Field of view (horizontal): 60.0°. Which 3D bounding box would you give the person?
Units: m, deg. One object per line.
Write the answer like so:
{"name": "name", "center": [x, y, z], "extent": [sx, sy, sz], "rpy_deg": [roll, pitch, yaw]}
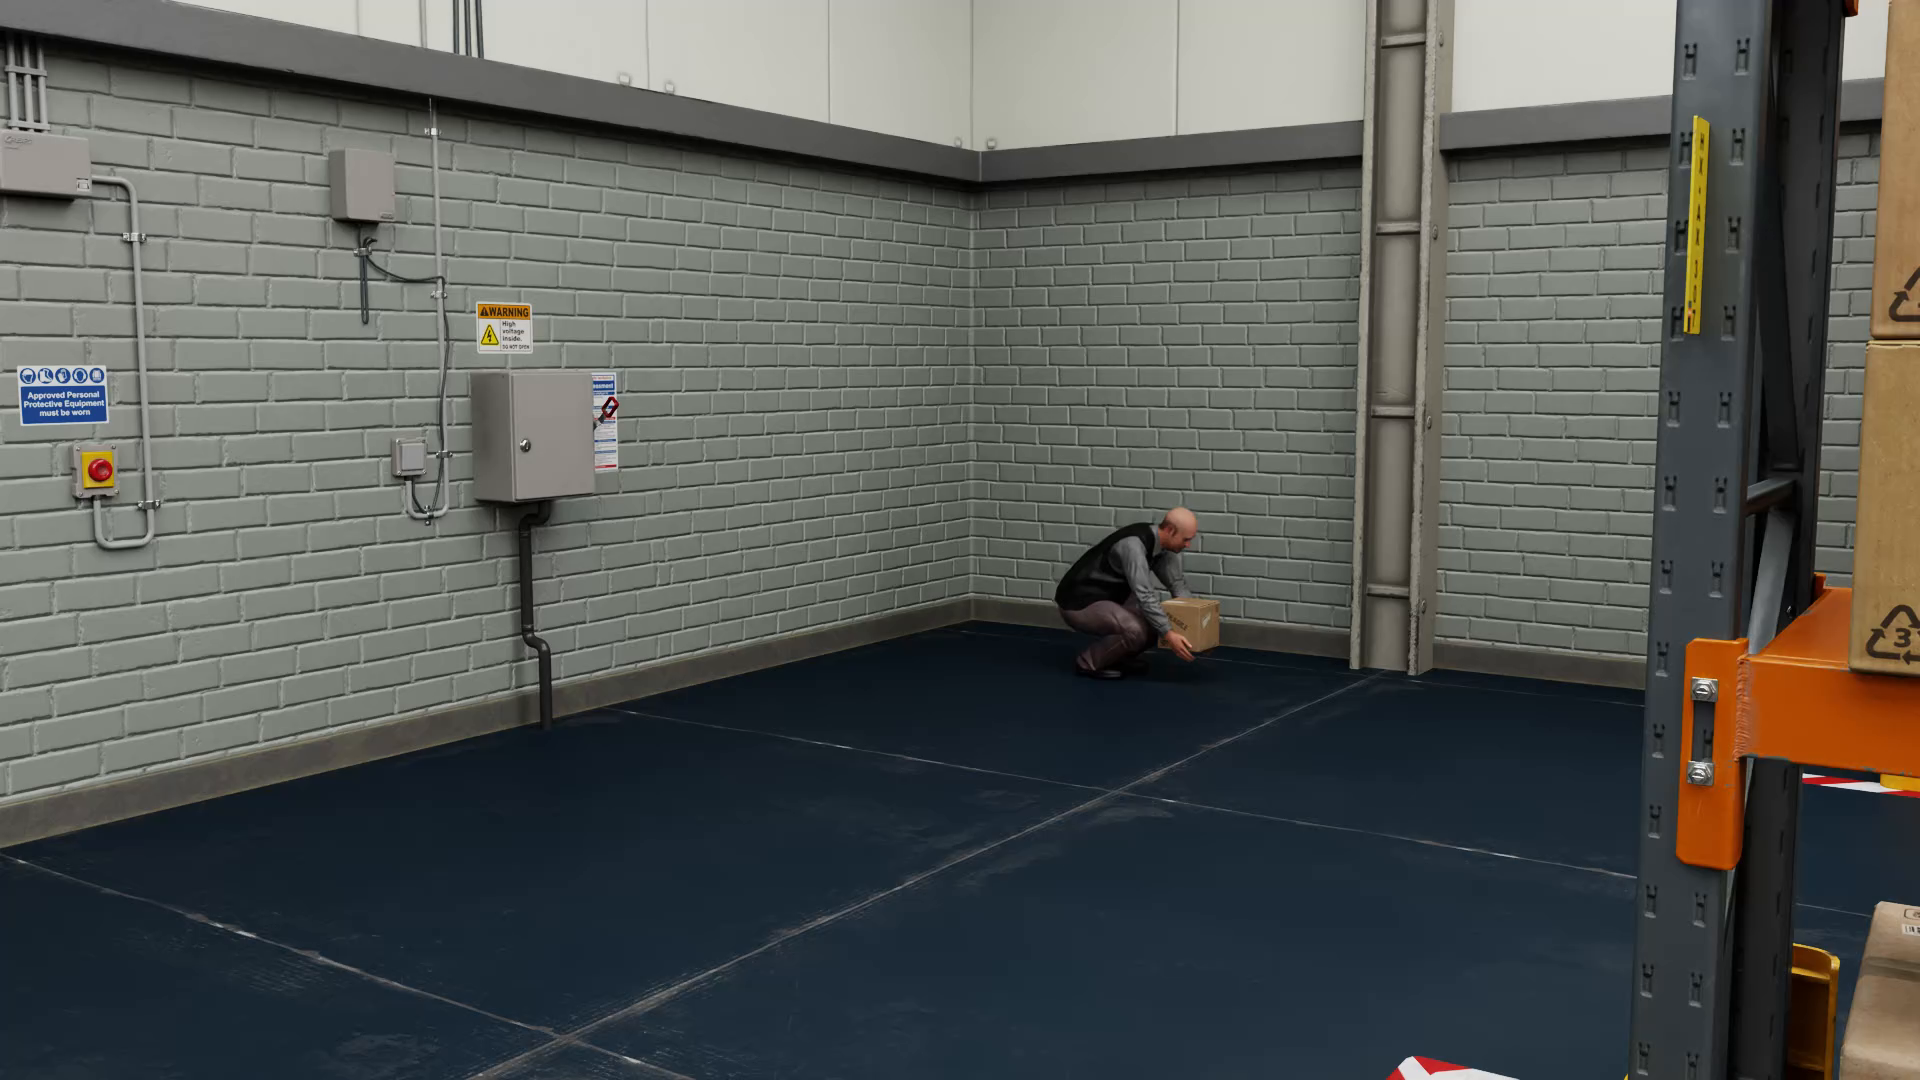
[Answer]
{"name": "person", "center": [0.973, 0.289, 9.272], "extent": [0.869, 0.966, 0.530], "rpy_deg": [4, 8, 34]}
